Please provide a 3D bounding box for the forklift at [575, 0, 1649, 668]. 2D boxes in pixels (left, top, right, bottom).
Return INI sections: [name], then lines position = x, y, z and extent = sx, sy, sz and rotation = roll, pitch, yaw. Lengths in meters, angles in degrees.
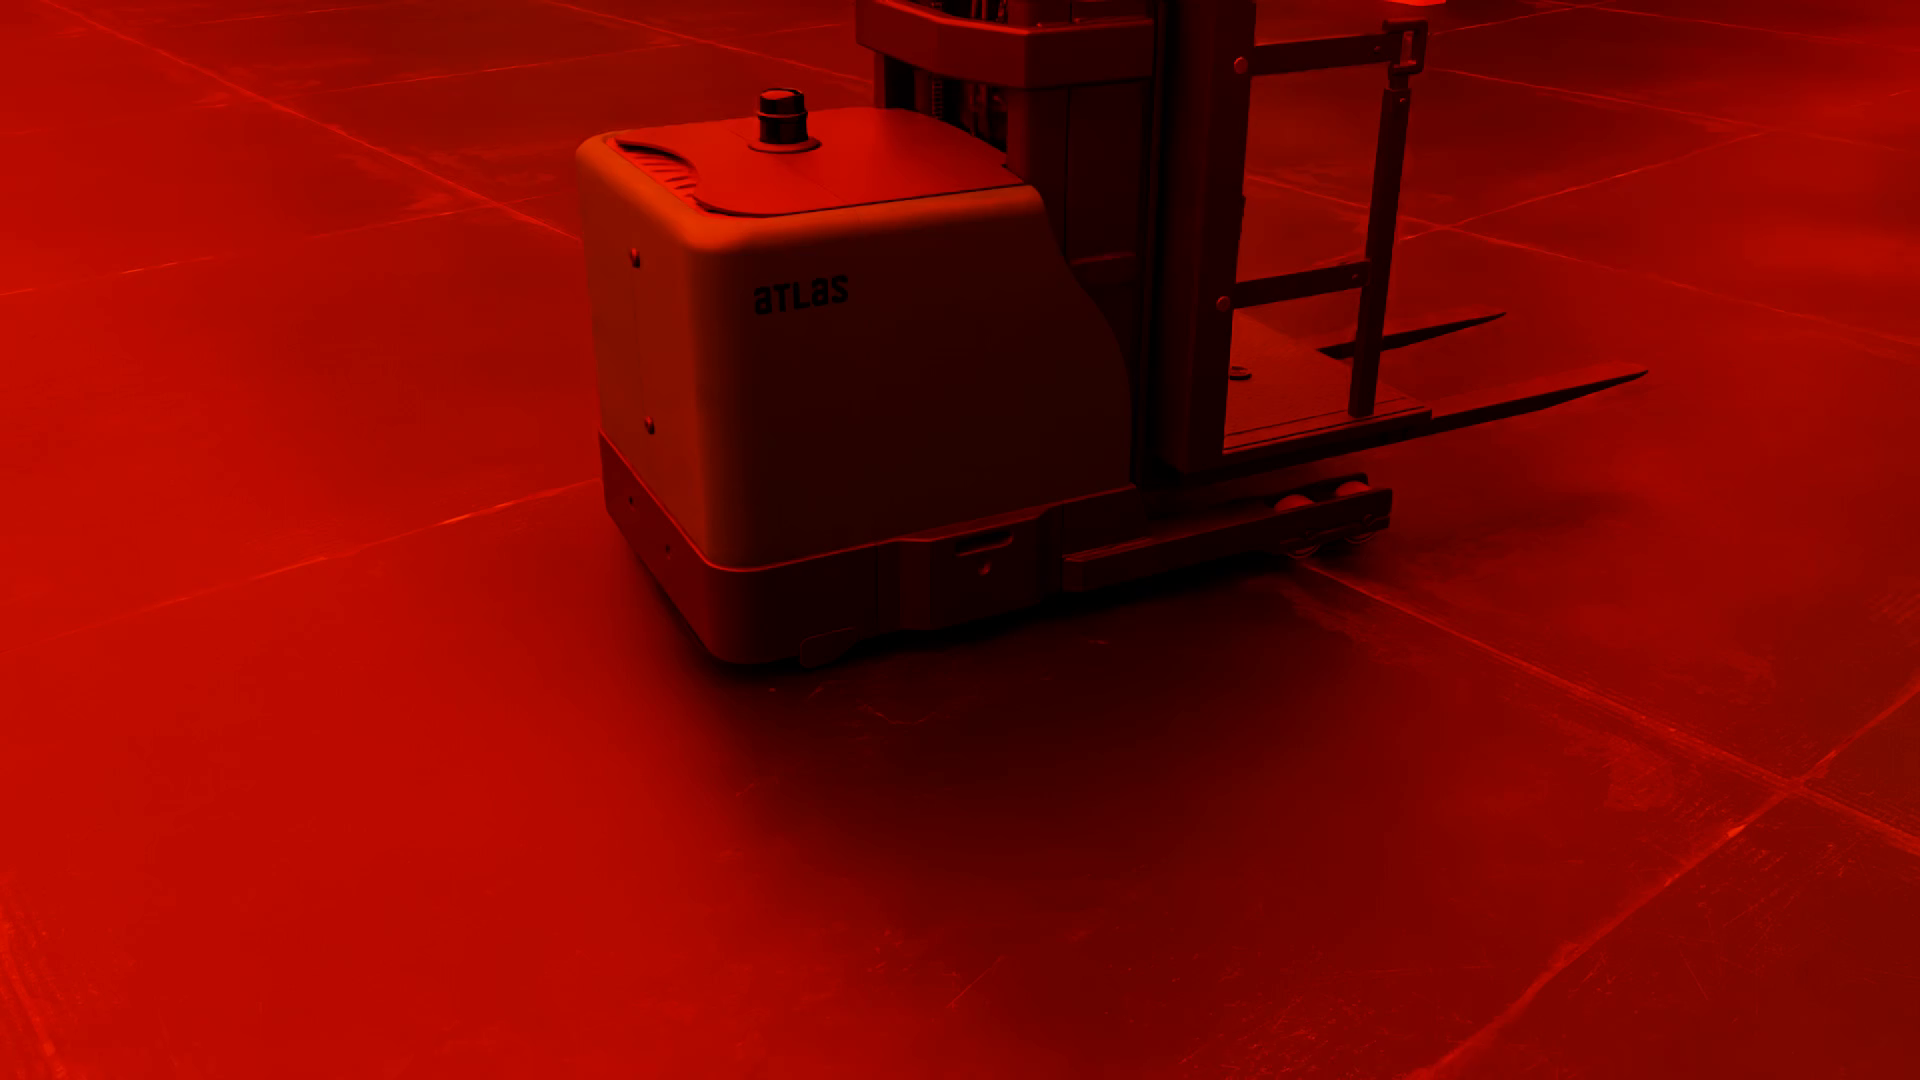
[forklift]
position = 0.588, -1.460, 4.146
extent = 3.031, 2.935, 1.130
rotation = -13, 29, -24
